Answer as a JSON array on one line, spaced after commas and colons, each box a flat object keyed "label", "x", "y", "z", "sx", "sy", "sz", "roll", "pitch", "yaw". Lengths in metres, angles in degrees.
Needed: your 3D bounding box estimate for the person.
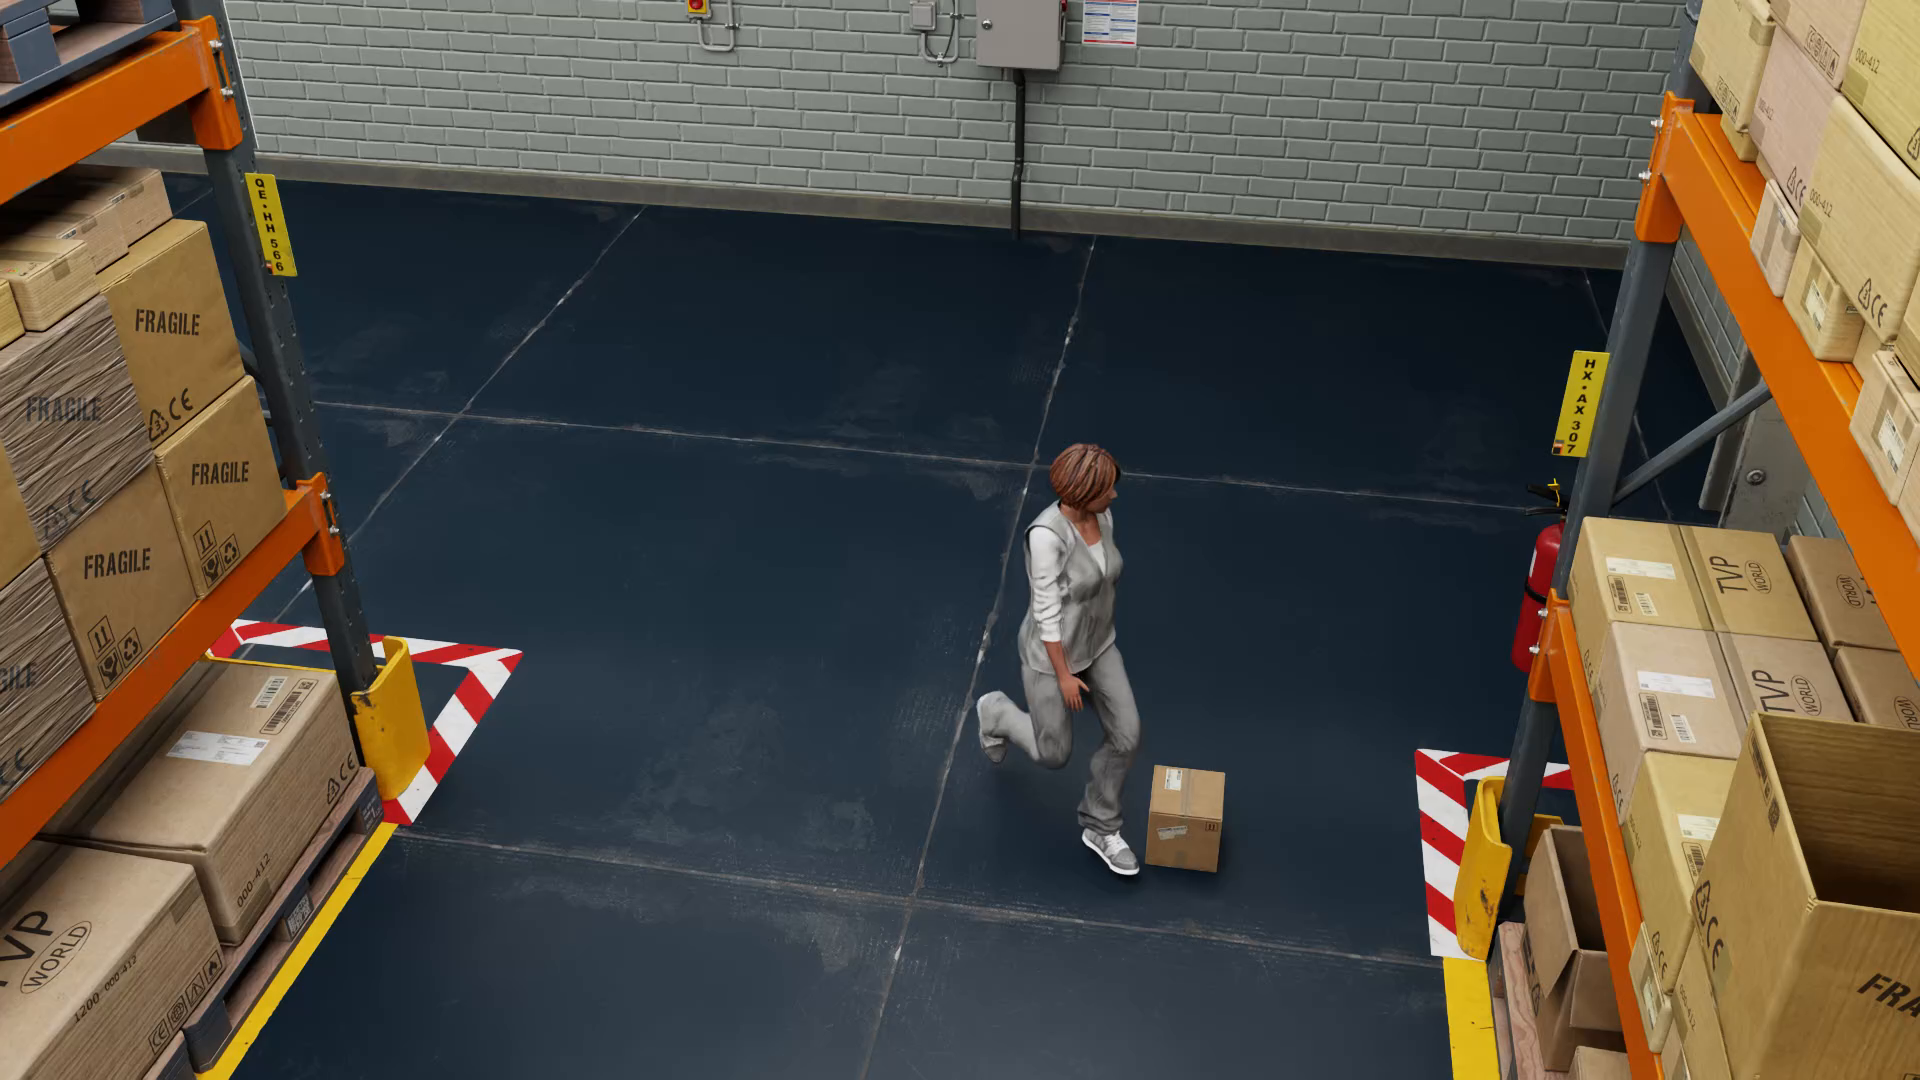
[{"label": "person", "x": 0.384, "y": 0.362, "z": 5.655, "sx": 0.422, "sy": 1.512, "sz": 0.799, "roll": -27, "pitch": 42, "yaw": -35}]
